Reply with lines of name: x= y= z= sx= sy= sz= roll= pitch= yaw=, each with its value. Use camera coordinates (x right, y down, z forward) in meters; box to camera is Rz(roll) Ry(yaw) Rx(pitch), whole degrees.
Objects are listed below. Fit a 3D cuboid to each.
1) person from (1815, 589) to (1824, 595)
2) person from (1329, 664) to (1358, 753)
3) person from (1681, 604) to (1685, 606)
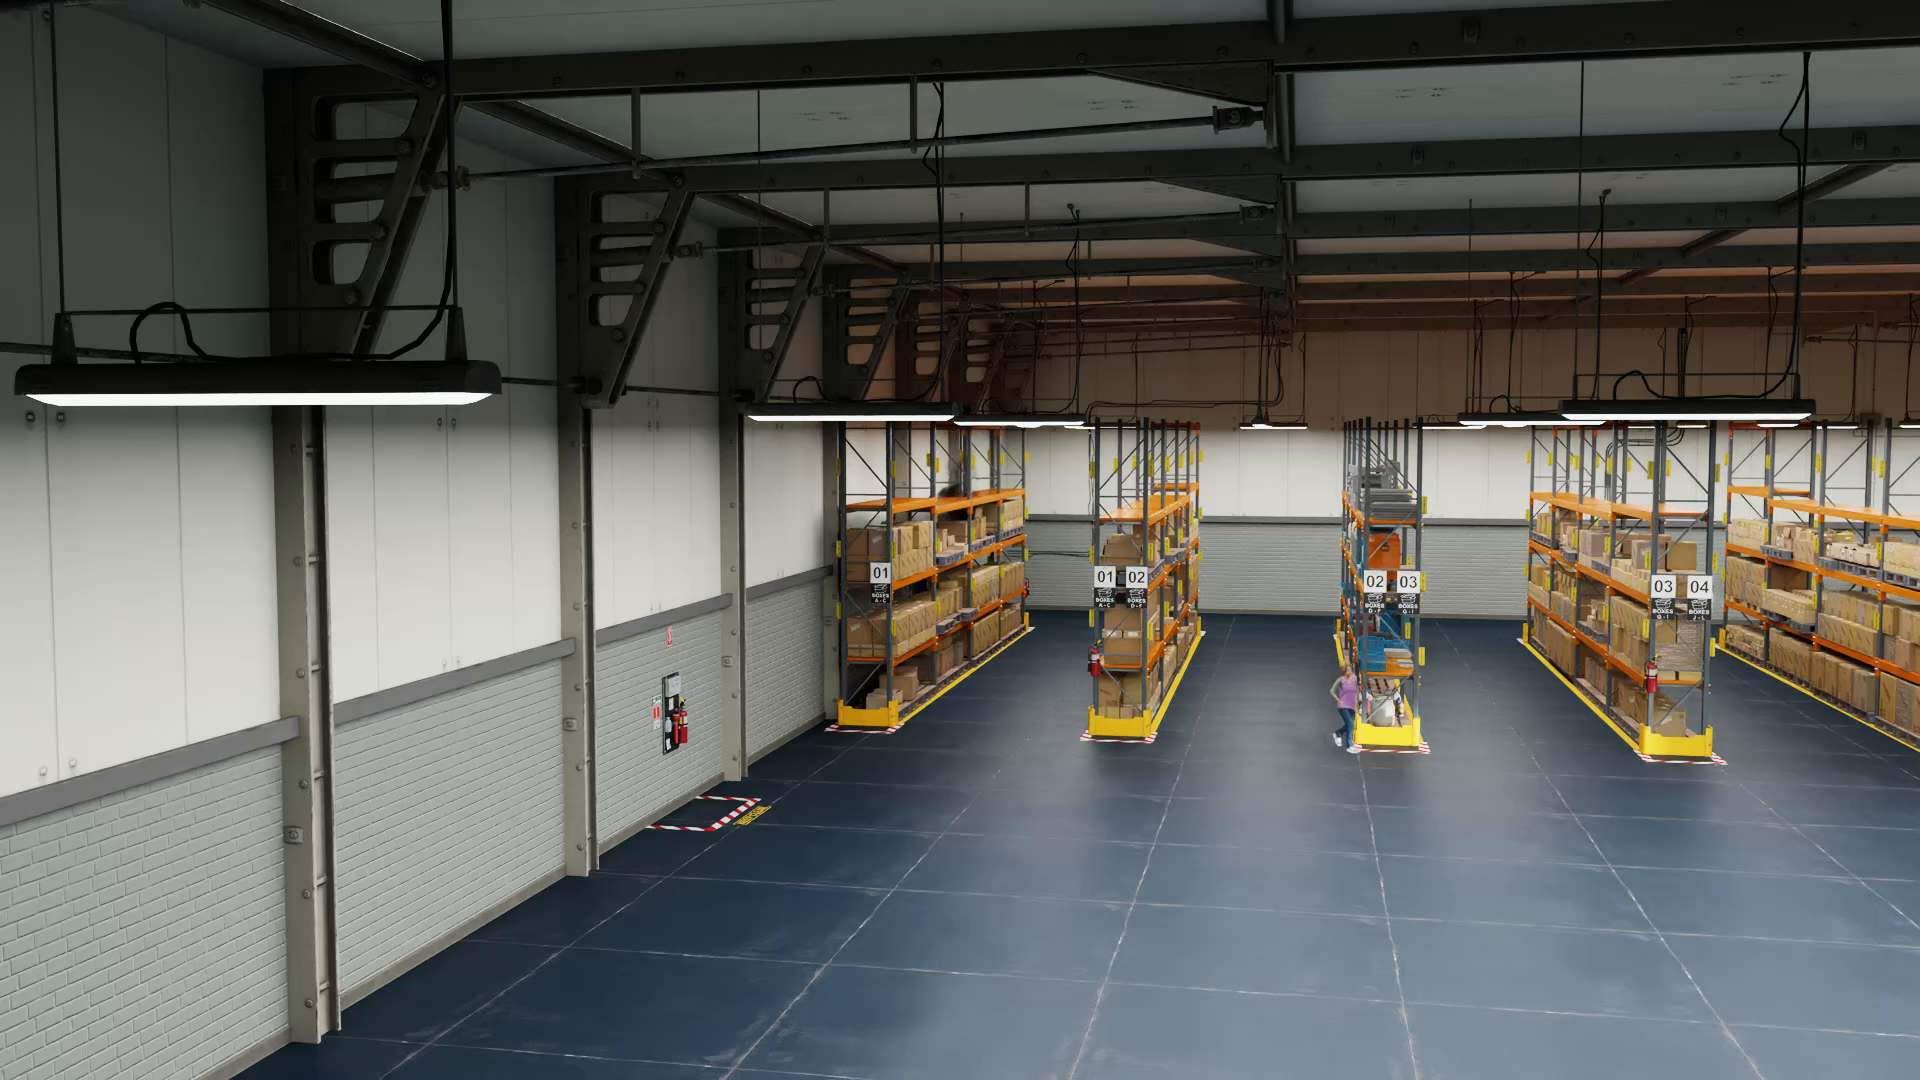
person: x=23.220 y=1.973 z=44.964 sx=0.905 sy=1.682 sz=0.583 roll=1 pitch=4 yaw=19
person: x=6.896 y=2.998 z=29.760 sx=0.532 sy=1.556 sz=0.715 roll=-2 pitch=4 yaw=-26
person: x=19.073 y=2.011 z=44.591 sx=0.738 sy=1.663 sz=0.748 roll=2 pitch=4 yaw=31
